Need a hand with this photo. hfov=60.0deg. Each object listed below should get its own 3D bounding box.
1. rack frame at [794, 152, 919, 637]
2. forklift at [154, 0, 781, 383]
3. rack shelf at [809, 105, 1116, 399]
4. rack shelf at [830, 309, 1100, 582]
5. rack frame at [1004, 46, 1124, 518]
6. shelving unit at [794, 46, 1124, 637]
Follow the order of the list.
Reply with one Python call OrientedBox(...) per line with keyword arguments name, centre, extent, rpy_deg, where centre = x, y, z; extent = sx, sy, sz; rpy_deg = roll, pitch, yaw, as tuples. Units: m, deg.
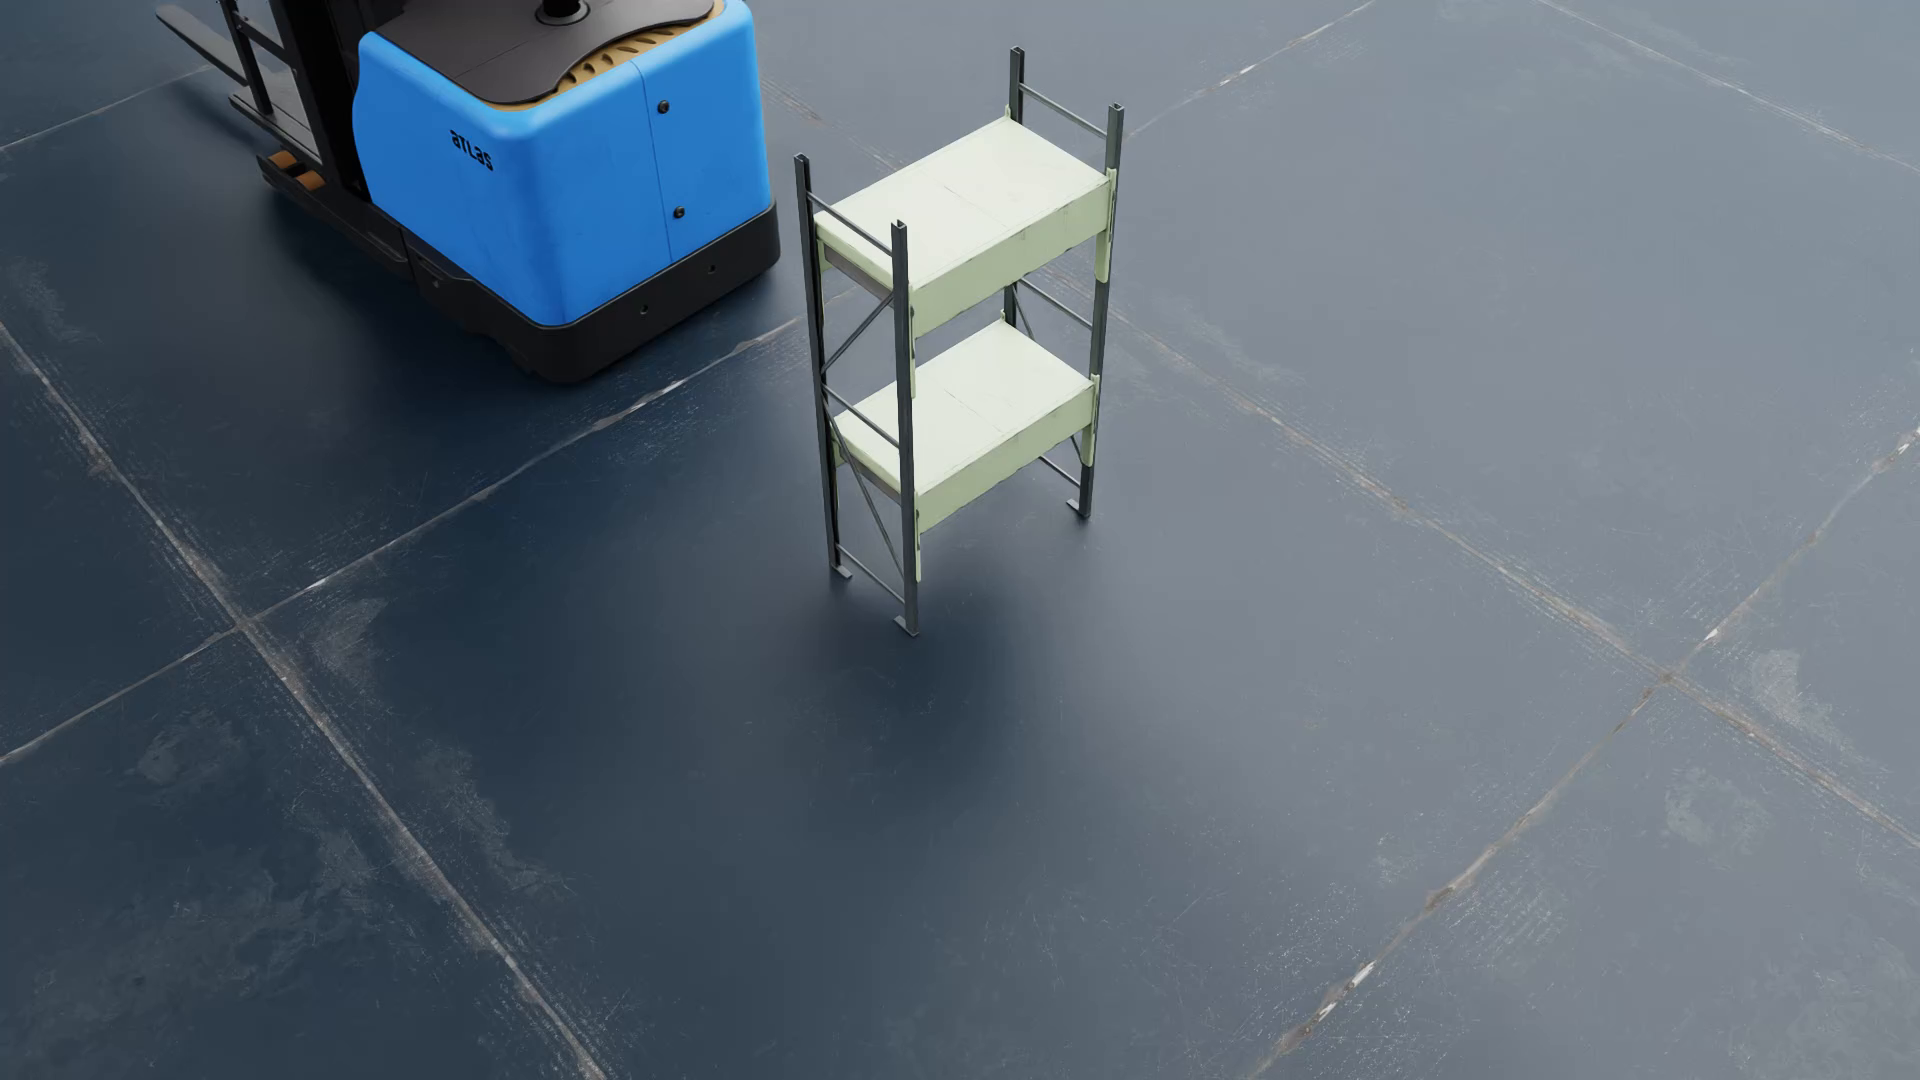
OrientedBox(name="rack frame", centre=(-0.266, -0.331, 4.535), extent=(0.023, 1.500, 0.400), rpy_deg=(-34, 56, -27))
OrientedBox(name="forklift", centre=(-2.073, -2.490, 5.553), extent=(3.031, 2.935, 1.130), rpy_deg=(35, 56, 28))
OrientedBox(name="rack shelf", centre=(0.005, -0.777, 4.415), extent=(0.720, 0.370, 0.431), rpy_deg=(-34, 56, -27))
OrientedBox(name="rack shelf", centre=(0.005, -0.291, 4.941), extent=(0.720, 0.370, 0.431), rpy_deg=(-34, 56, -27))
OrientedBox(name="rack frame", centre=(0.276, -0.693, 4.869), extent=(0.023, 1.500, 0.400), rpy_deg=(-34, 56, -27))
OrientedBox(name="shelving unit", centre=(0.005, -0.512, 4.702), extent=(0.755, 1.500, 0.431), rpy_deg=(-34, 56, -27))
